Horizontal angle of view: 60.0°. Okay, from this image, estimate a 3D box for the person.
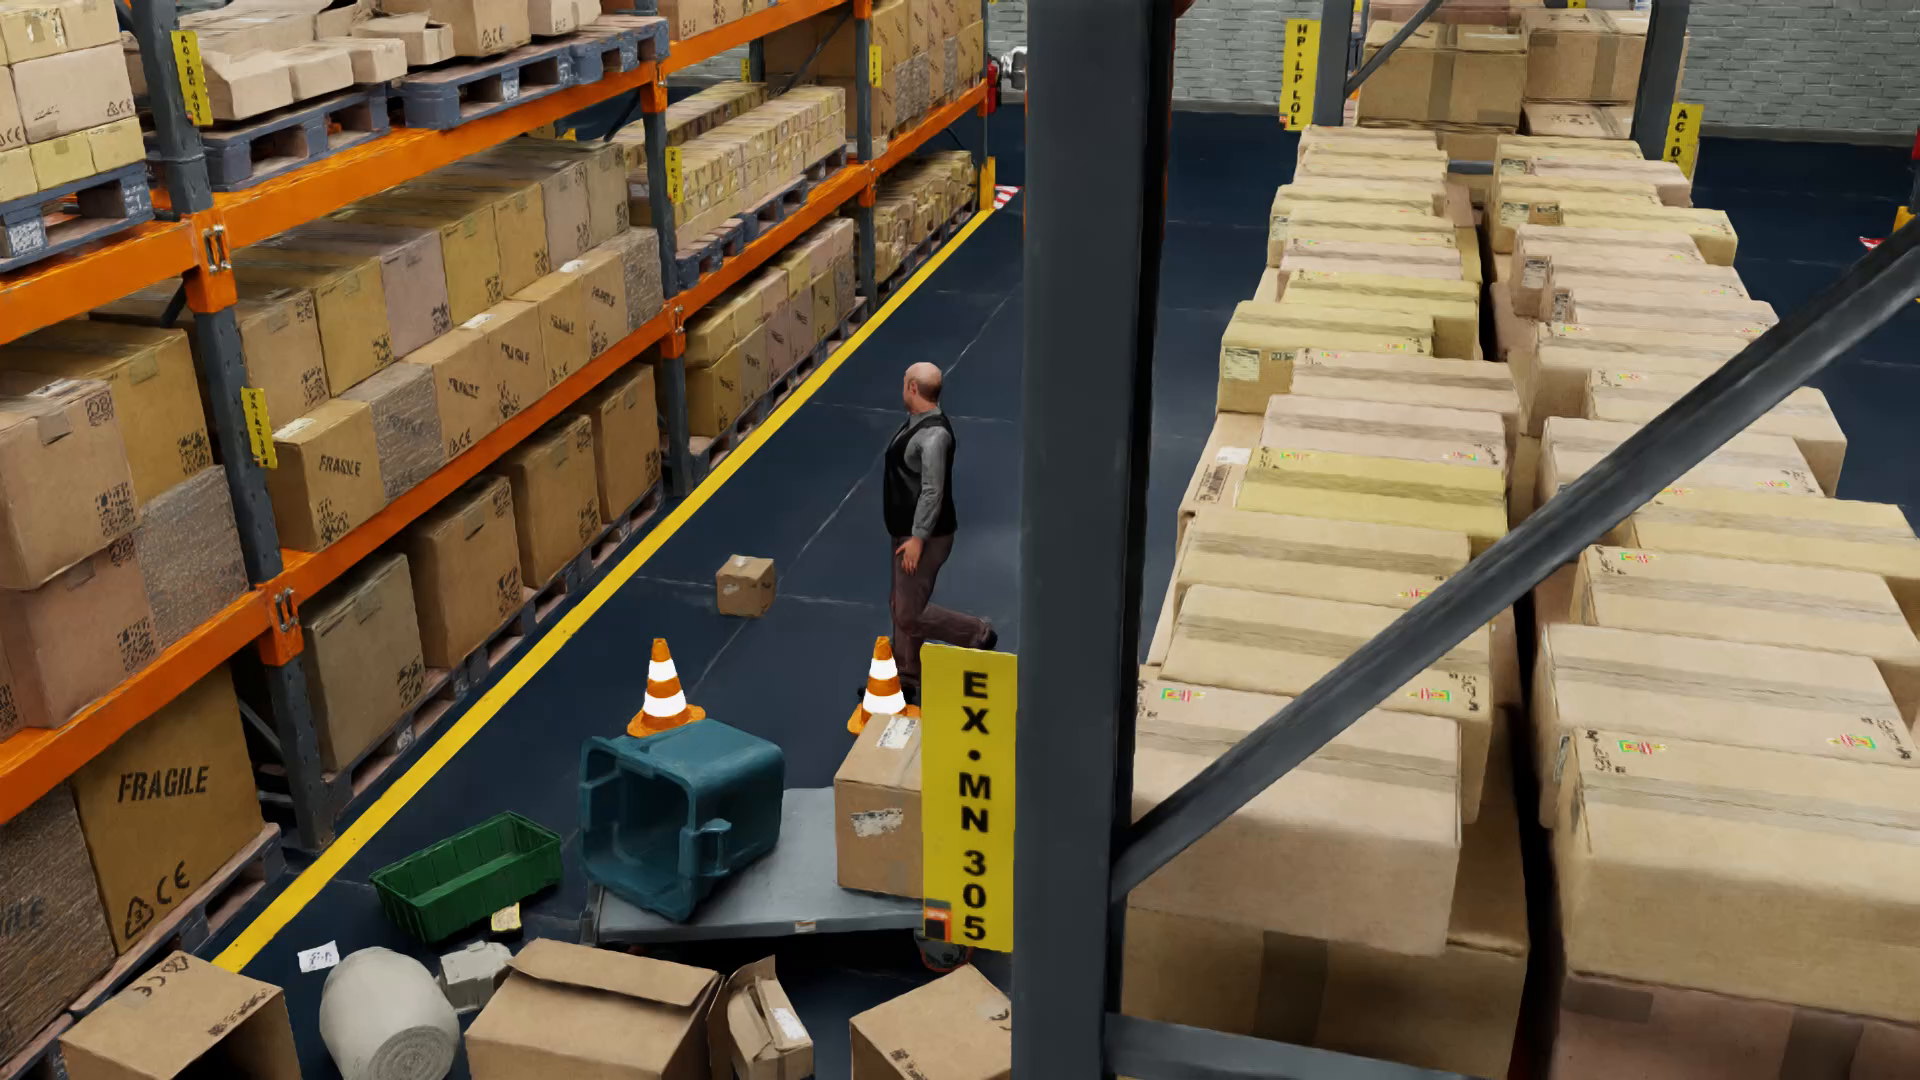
[{"bbox_3d":[-0.198,-0.041,8.257,0.694,1.685,0.592,-4,25,-8],"label":"person"}]
